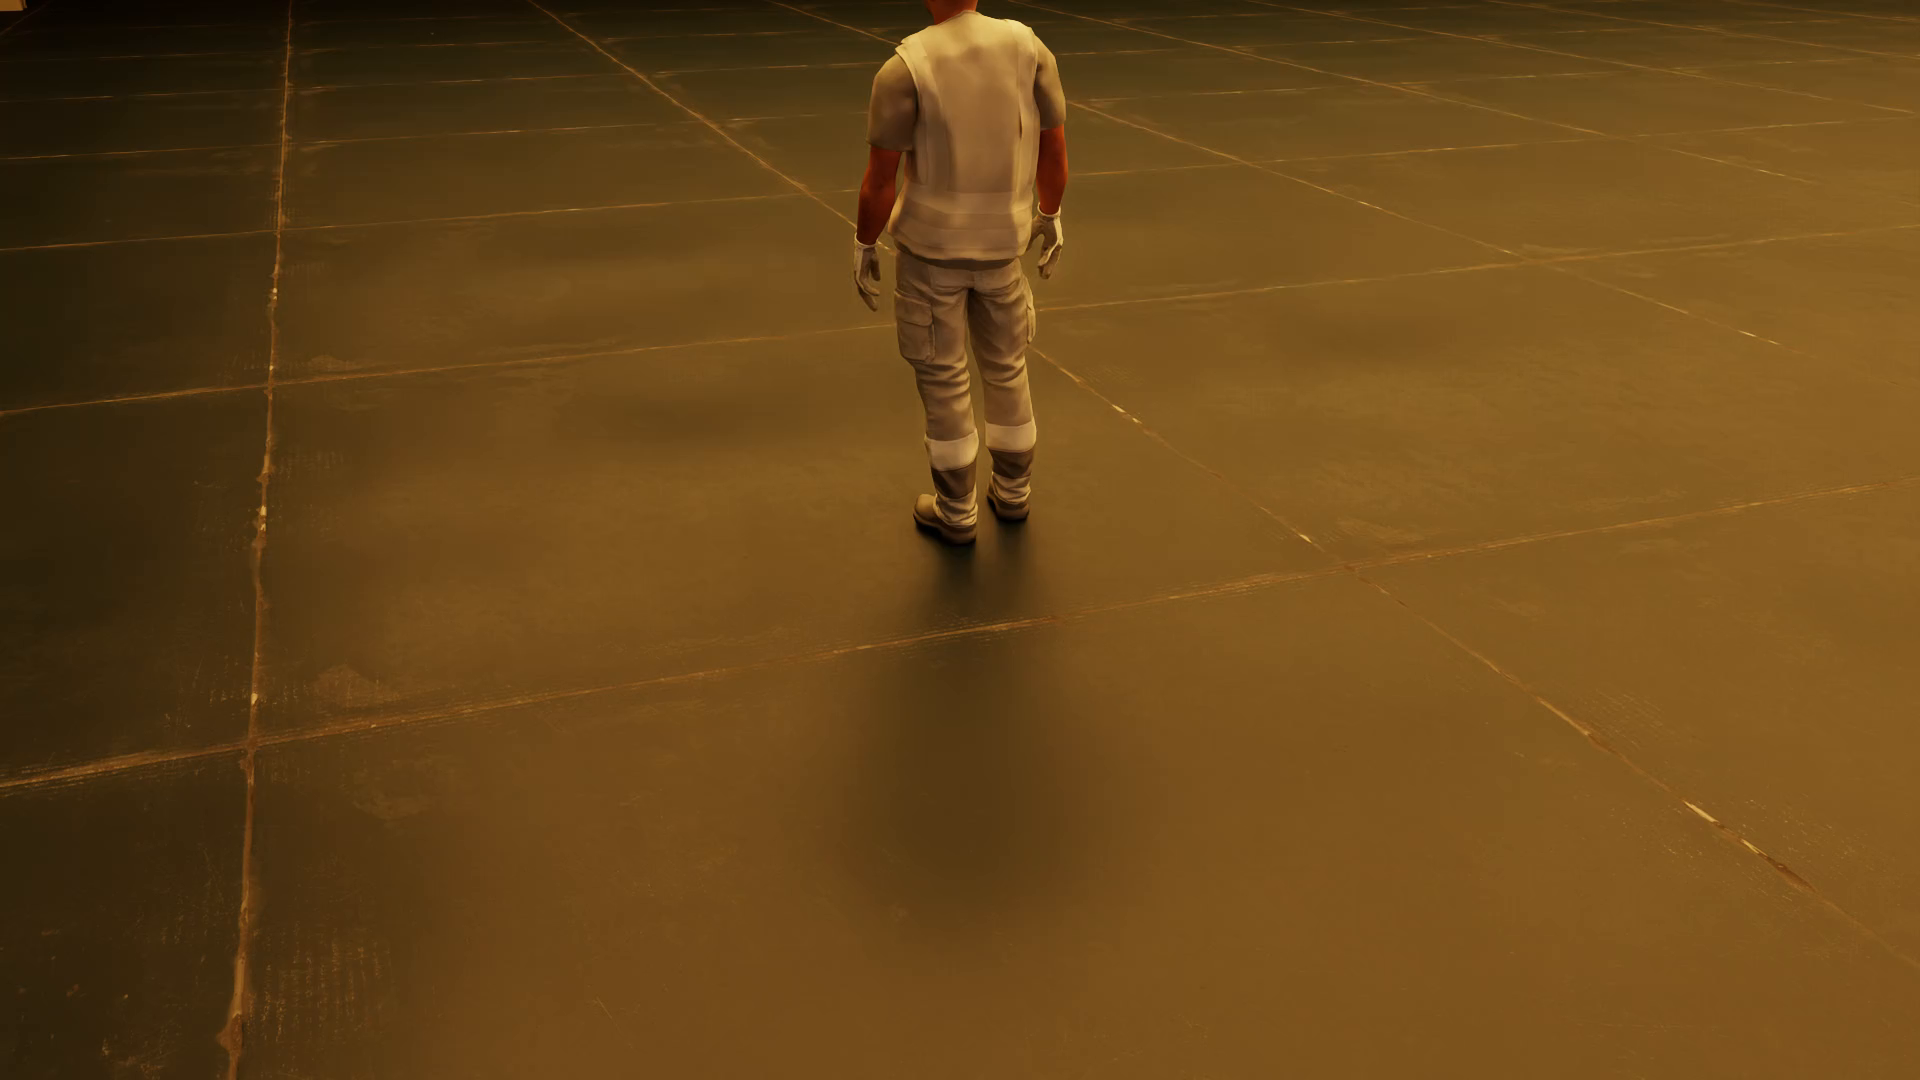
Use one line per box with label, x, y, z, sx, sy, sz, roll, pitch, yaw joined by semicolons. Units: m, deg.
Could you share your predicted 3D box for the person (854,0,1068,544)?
person;-0.016;-0.862;4.803;0.637;1.787;0.564;-8;24;-18
